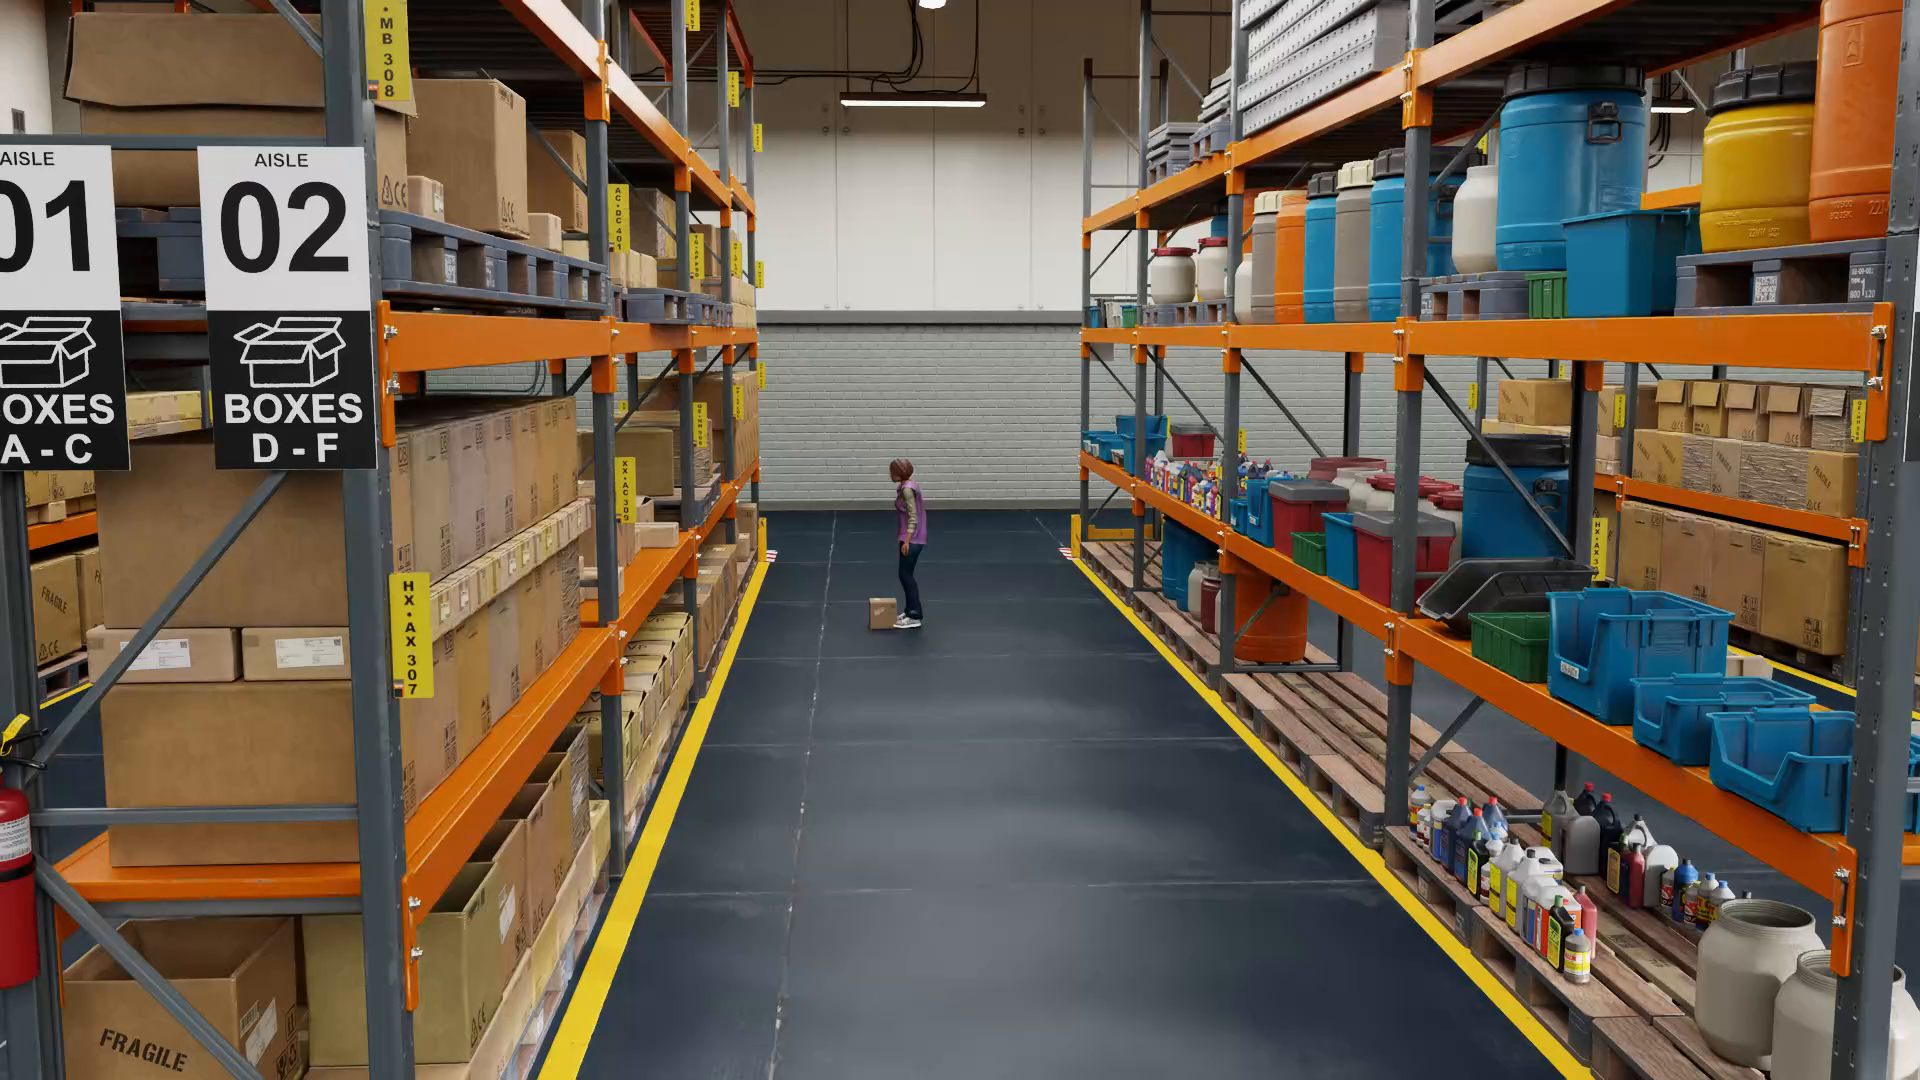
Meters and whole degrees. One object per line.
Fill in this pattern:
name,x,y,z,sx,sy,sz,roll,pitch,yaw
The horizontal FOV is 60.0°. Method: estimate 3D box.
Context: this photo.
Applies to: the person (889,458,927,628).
person,-0.489,0.022,15.624,0.348,1.593,0.476,-1,7,-5
